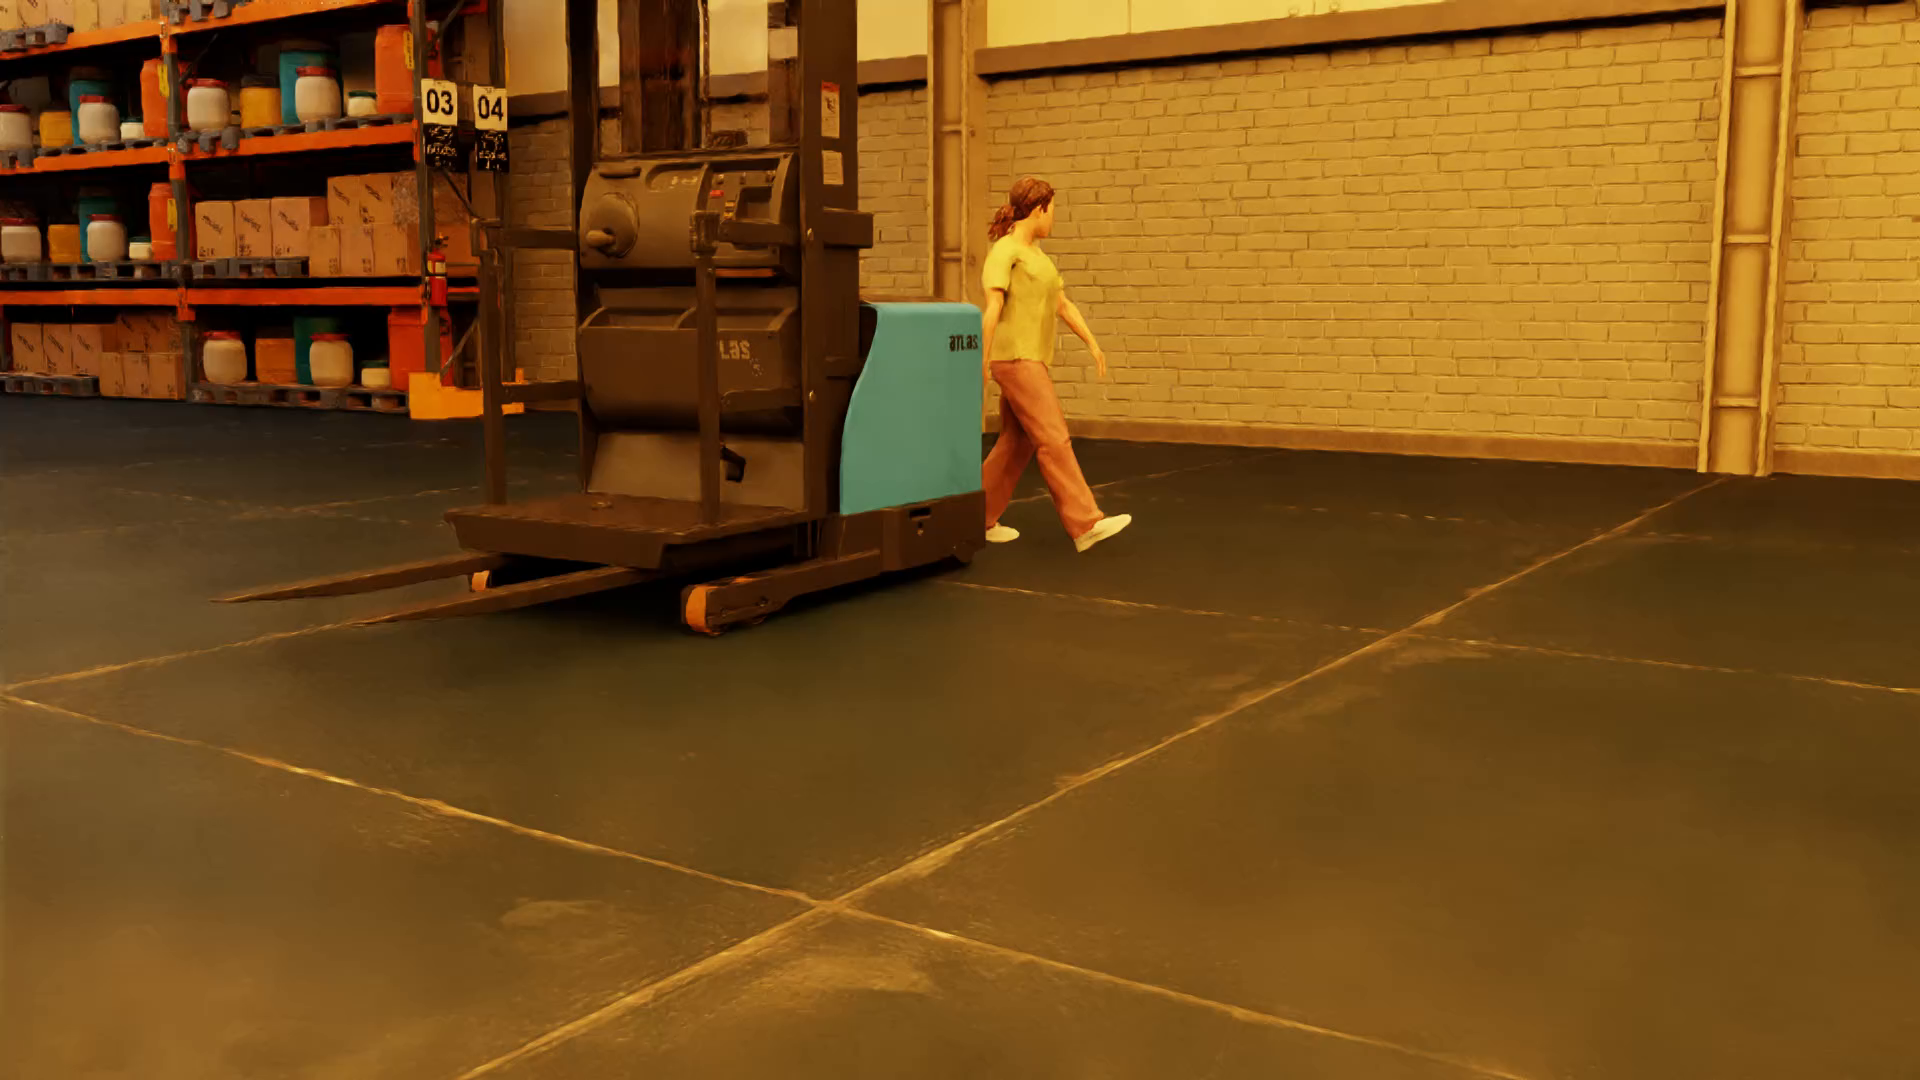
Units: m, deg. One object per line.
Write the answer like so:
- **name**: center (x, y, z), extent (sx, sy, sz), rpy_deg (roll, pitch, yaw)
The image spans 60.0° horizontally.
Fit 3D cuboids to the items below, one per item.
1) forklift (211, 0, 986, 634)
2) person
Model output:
- **forklift**: center (-1.094, -1.216, 5.743), extent (1.130, 2.935, 3.031), rpy_deg (5, 9, 31)
- **person**: center (0.356, -0.769, 7.286), extent (0.890, 1.622, 0.603), rpy_deg (3, 9, 20)
